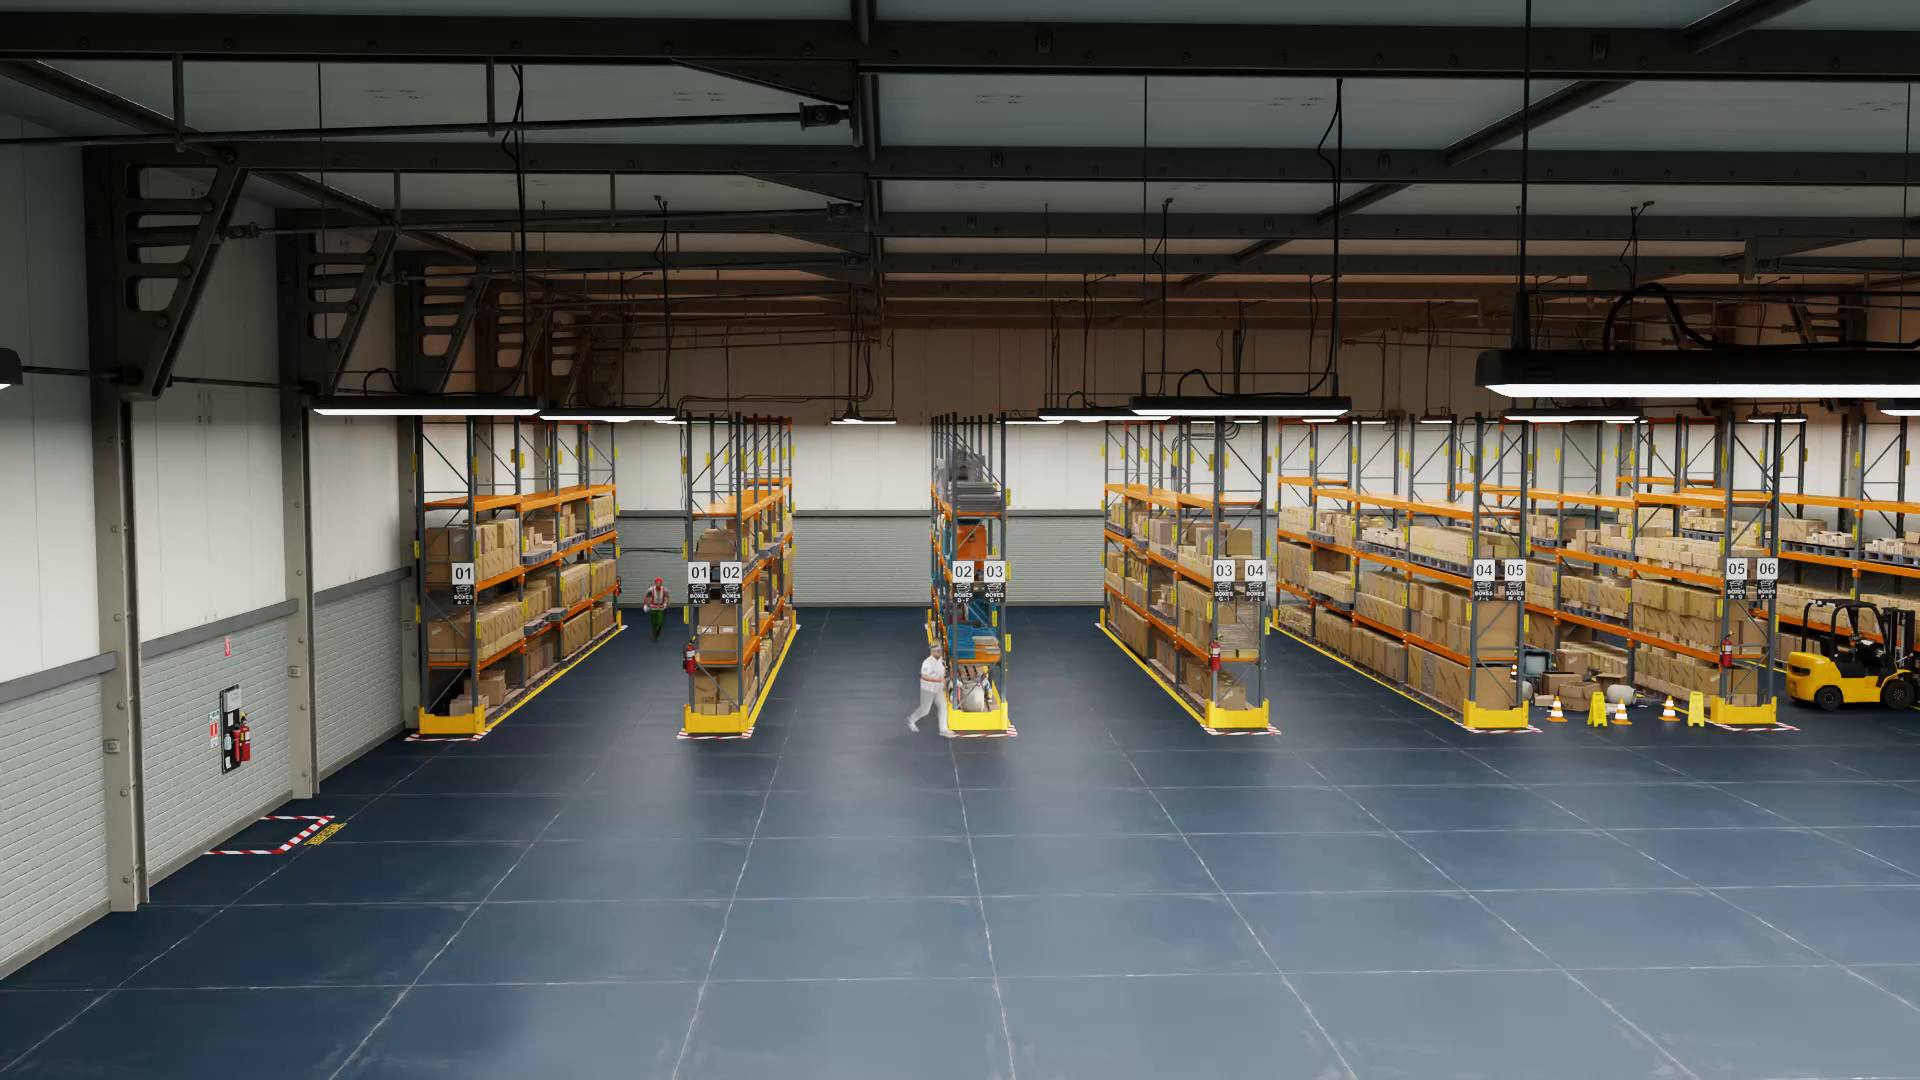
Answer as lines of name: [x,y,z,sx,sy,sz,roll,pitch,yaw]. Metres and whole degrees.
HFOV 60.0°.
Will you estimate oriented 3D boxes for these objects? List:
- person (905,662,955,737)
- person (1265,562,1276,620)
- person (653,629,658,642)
person: [-0.527,2.932,30.678,0.976,1.380,0.442,3,5,38]
person: [9.214,1.548,48.652,0.621,1.842,0.619,-2,5,-30]
person: [-8.150,2.470,44.508,0.197,0.463,0.560,-1,4,-20]
